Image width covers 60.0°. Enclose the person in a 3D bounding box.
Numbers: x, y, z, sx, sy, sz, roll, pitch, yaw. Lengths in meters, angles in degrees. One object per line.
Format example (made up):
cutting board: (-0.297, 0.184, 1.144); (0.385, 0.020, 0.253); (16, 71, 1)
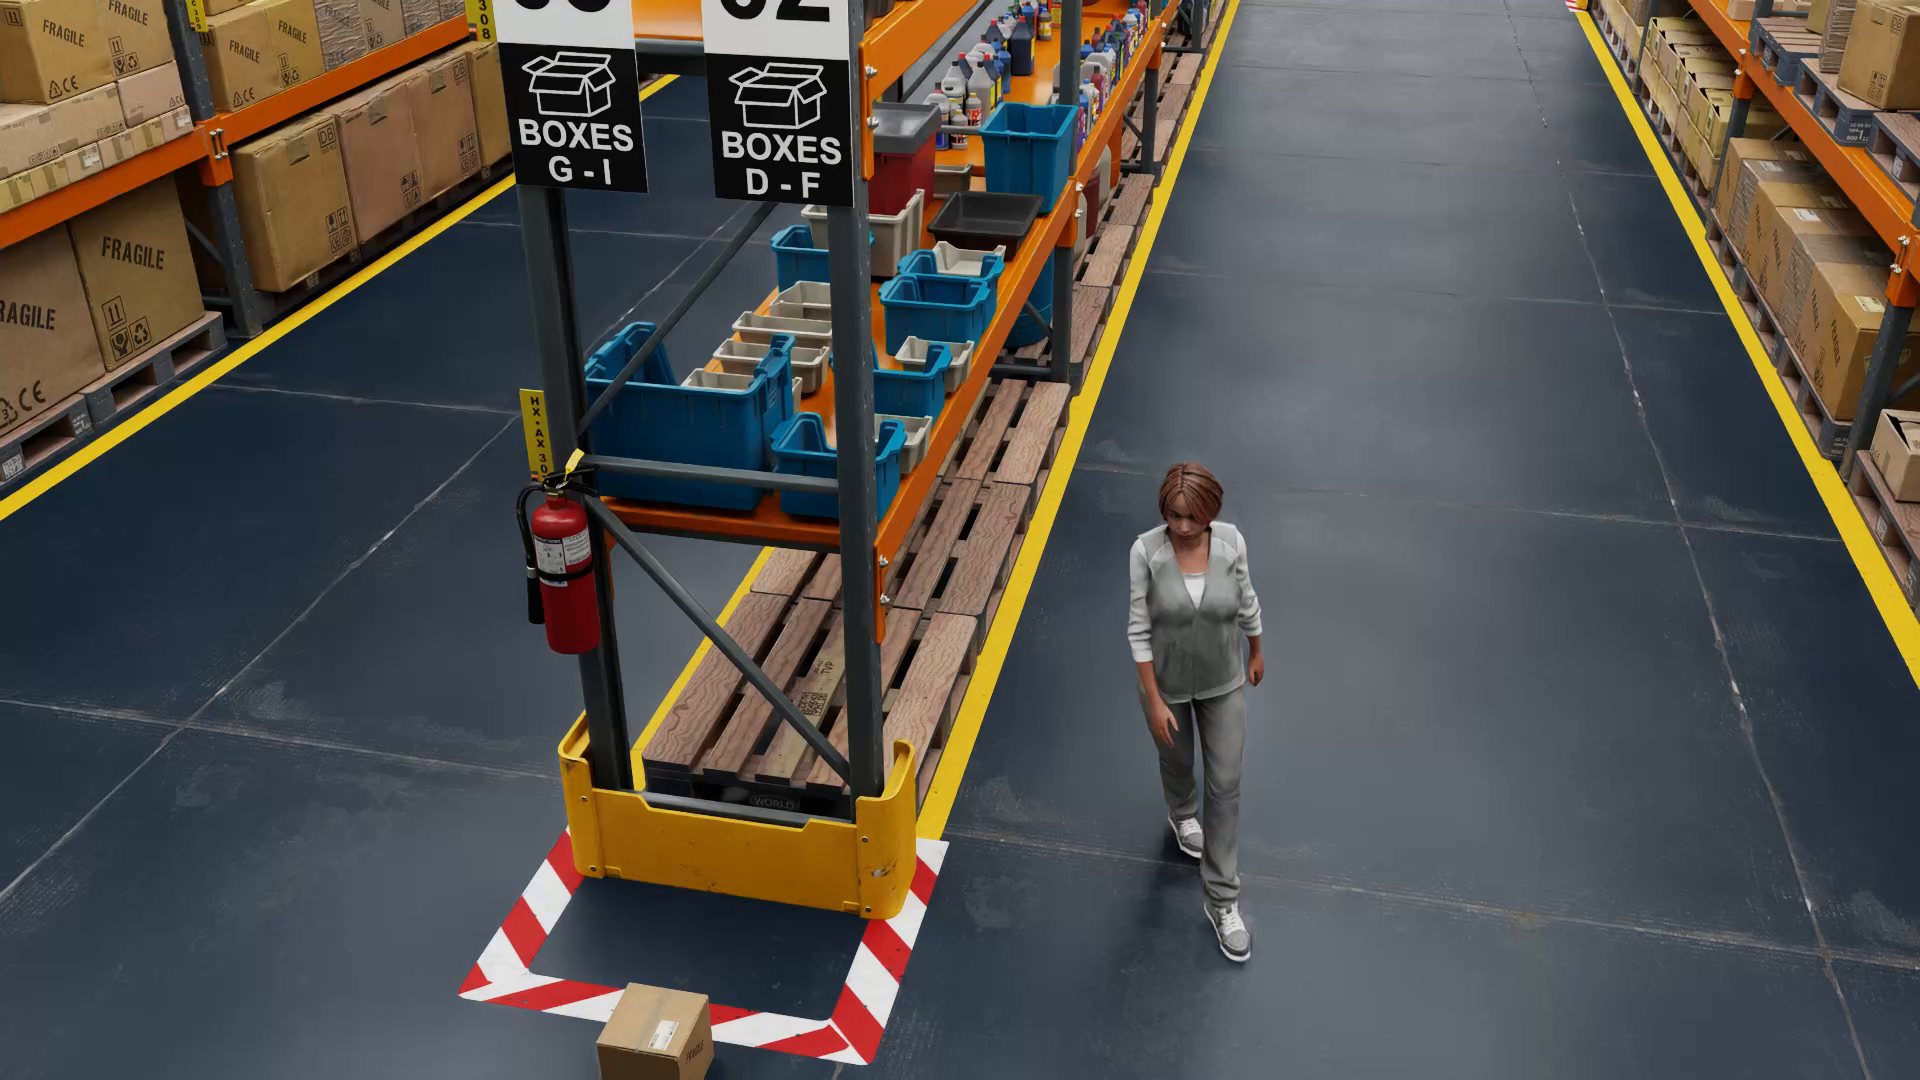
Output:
person: (0.765, 0.491, 5.293); (0.483, 1.570, 0.760); (0, 29, 0)
